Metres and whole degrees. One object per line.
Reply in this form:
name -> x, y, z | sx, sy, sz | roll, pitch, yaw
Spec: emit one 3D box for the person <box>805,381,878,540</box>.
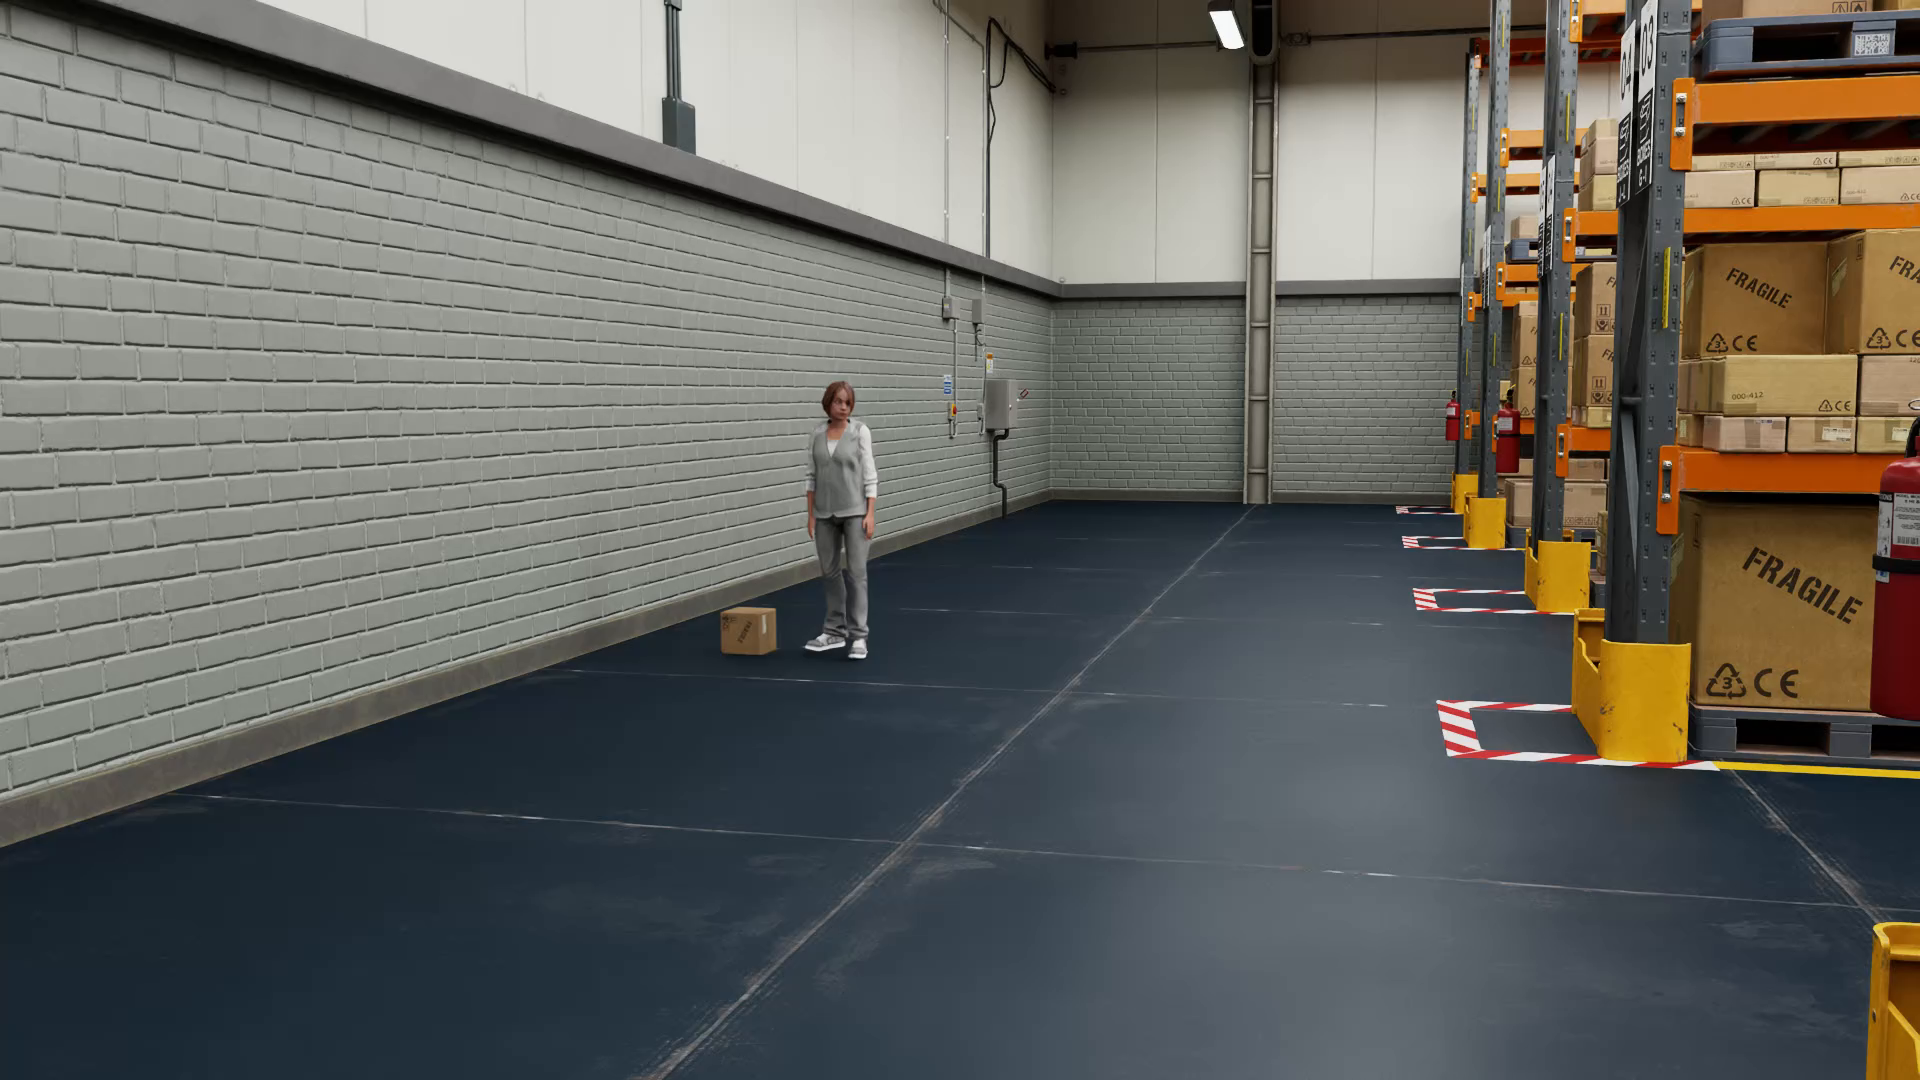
person -> -0.695, -0.455, 9.677 | 0.435, 0.912, 0.328 | 2, 5, 19
